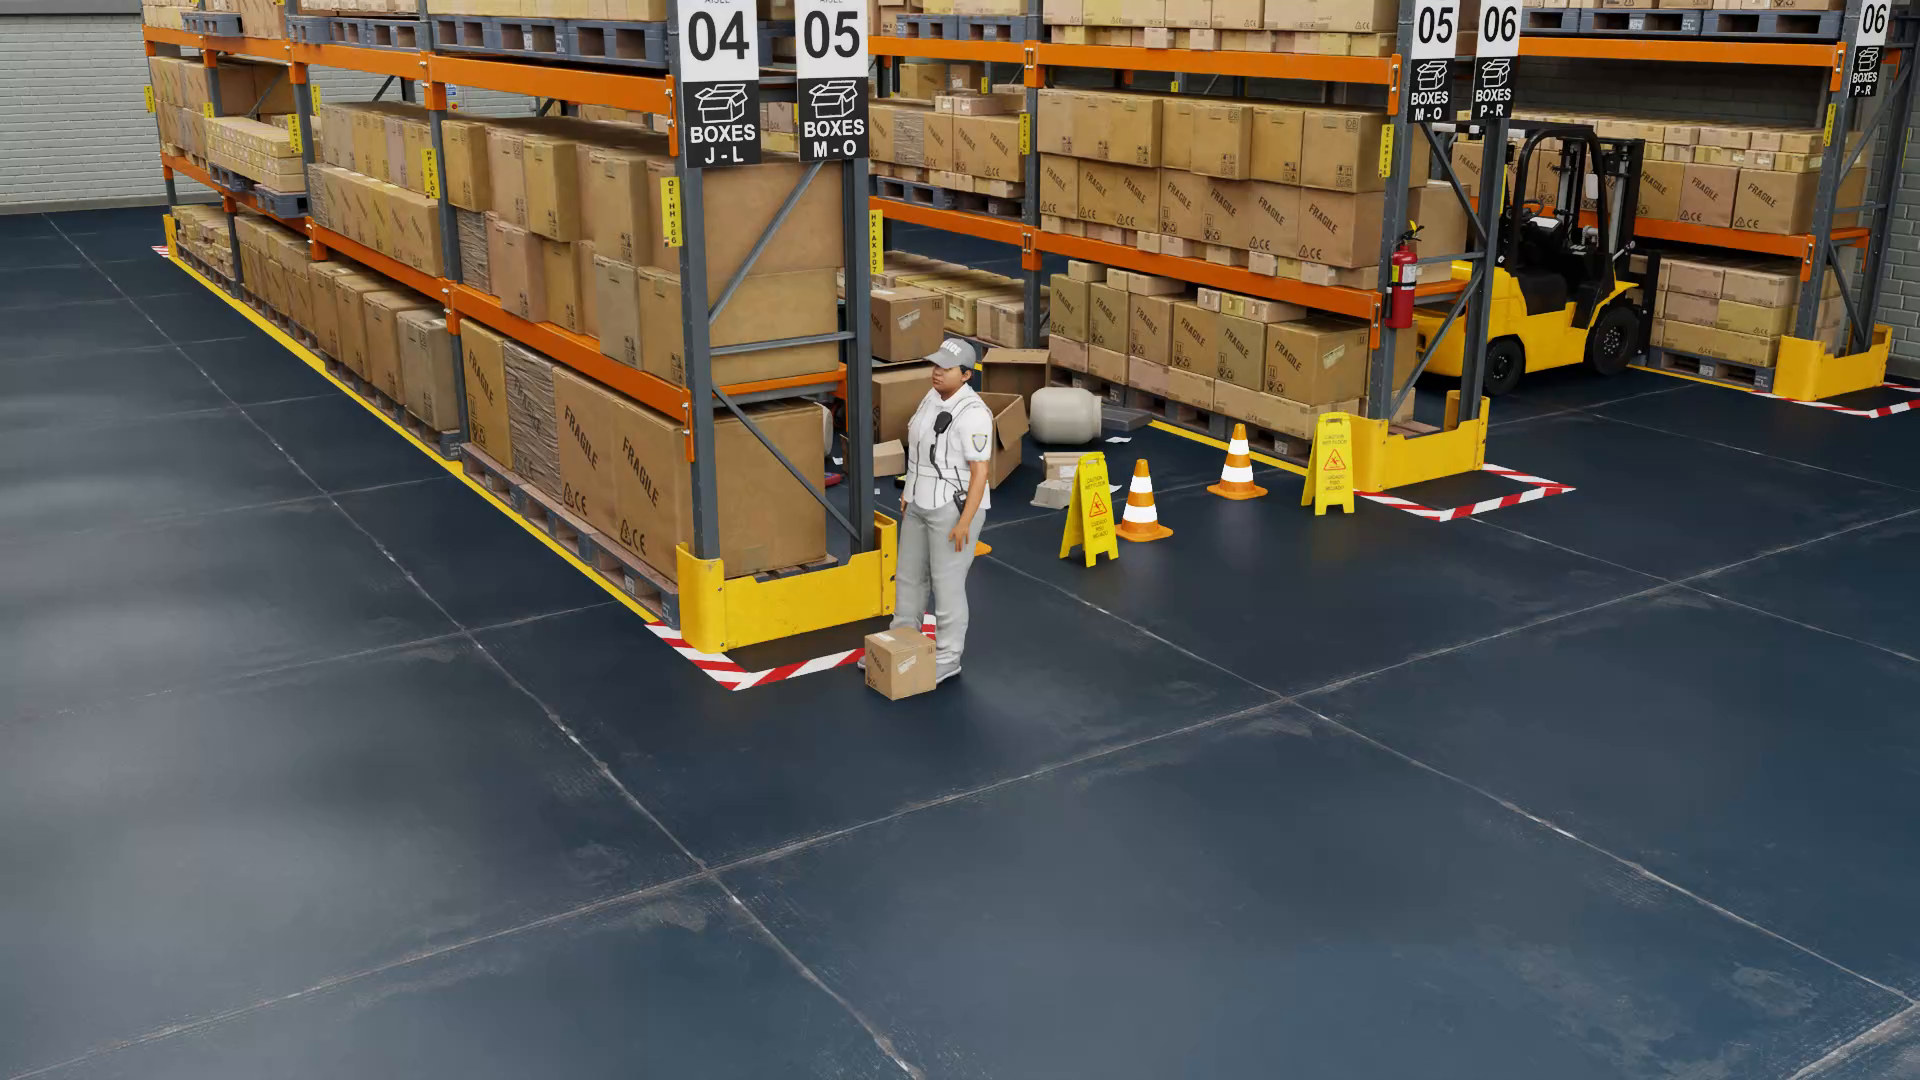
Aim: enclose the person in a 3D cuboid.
[{"bbox_3d":[-0.153,-0.132,7.918,0.525,1.670,0.599,-11,21,-30],"label":"person"}]
